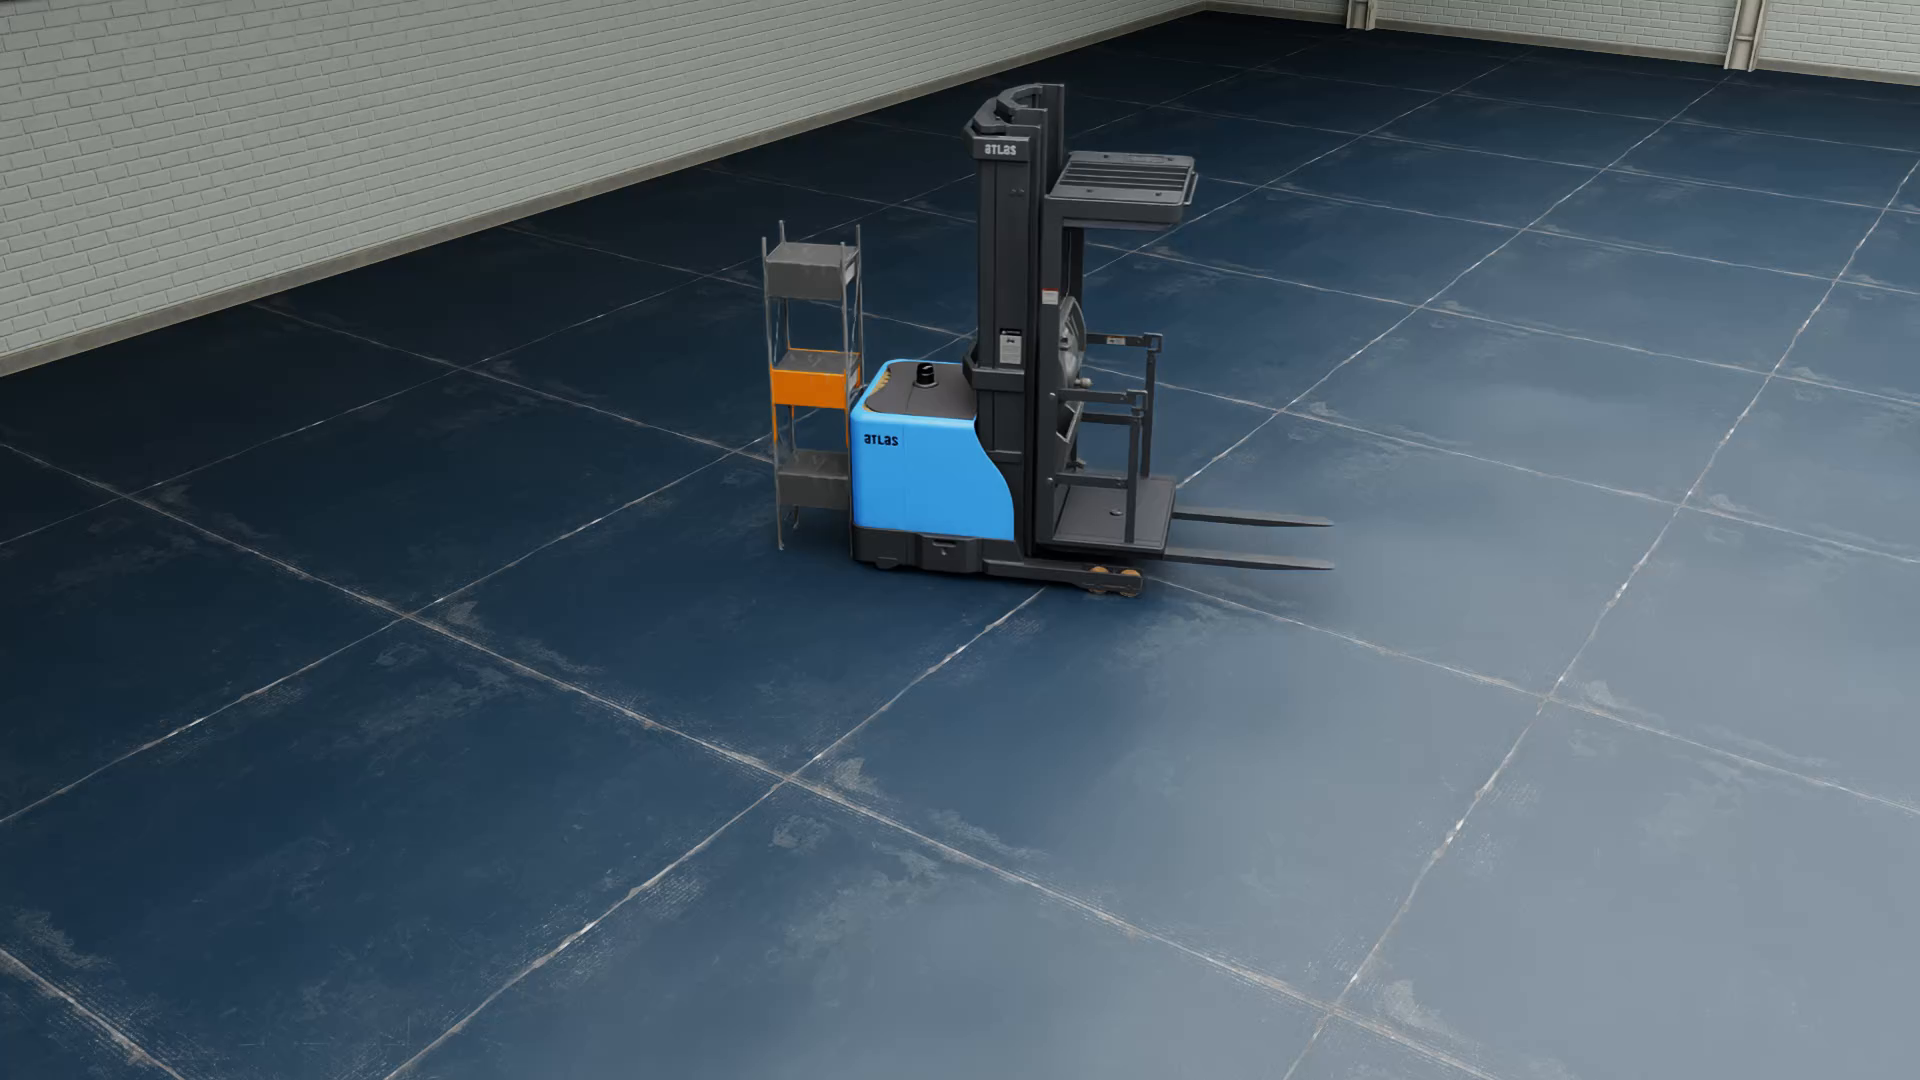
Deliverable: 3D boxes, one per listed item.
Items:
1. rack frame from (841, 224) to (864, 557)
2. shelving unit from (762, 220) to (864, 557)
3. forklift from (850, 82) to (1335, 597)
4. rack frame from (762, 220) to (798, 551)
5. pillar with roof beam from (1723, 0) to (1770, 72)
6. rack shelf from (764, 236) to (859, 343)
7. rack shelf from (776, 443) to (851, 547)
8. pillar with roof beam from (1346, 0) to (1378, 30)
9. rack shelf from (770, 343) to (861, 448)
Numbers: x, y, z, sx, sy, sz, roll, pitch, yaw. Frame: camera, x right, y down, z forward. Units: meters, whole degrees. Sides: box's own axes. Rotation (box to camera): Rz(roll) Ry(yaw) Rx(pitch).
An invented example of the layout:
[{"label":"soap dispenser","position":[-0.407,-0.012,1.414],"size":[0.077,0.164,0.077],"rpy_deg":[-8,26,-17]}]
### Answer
[{"label":"rack frame","position":[-0.661,-0.912,10.502],"size":[0.015,2.100,0.400],"rpy_deg":[5,27,10]},{"label":"shelving unit","position":[-0.901,-0.934,10.544],"size":[0.503,2.100,0.431],"rpy_deg":[5,27,10]},{"label":"forklift","position":[0.875,-1.216,10.182],"size":[3.031,2.935,1.130],"rpy_deg":[5,27,10]},{"label":"rack frame","position":[-1.140,-0.956,10.587],"size":[0.015,2.100,0.400],"rpy_deg":[5,27,10]},{"label":"pillar with roof beam","position":[9.231,-9.458,19.687],"size":[0.400,9.000,9.100],"rpy_deg":[17,32,30]},{"label":"rack shelf","position":[-0.901,-1.546,10.233],"size":[0.480,0.518,0.431],"rpy_deg":[5,27,10]},{"label":"rack shelf","position":[-0.901,-0.298,10.868],"size":[0.480,0.518,0.431],"rpy_deg":[5,27,10]},{"label":"pillar with roof beam","position":[4.286,-10.999,22.715],"size":[0.400,9.000,9.100],"rpy_deg":[17,32,30]},{"label":"rack shelf","position":[-0.901,-0.922,10.550],"size":[0.480,0.518,0.431],"rpy_deg":[5,27,10]}]
